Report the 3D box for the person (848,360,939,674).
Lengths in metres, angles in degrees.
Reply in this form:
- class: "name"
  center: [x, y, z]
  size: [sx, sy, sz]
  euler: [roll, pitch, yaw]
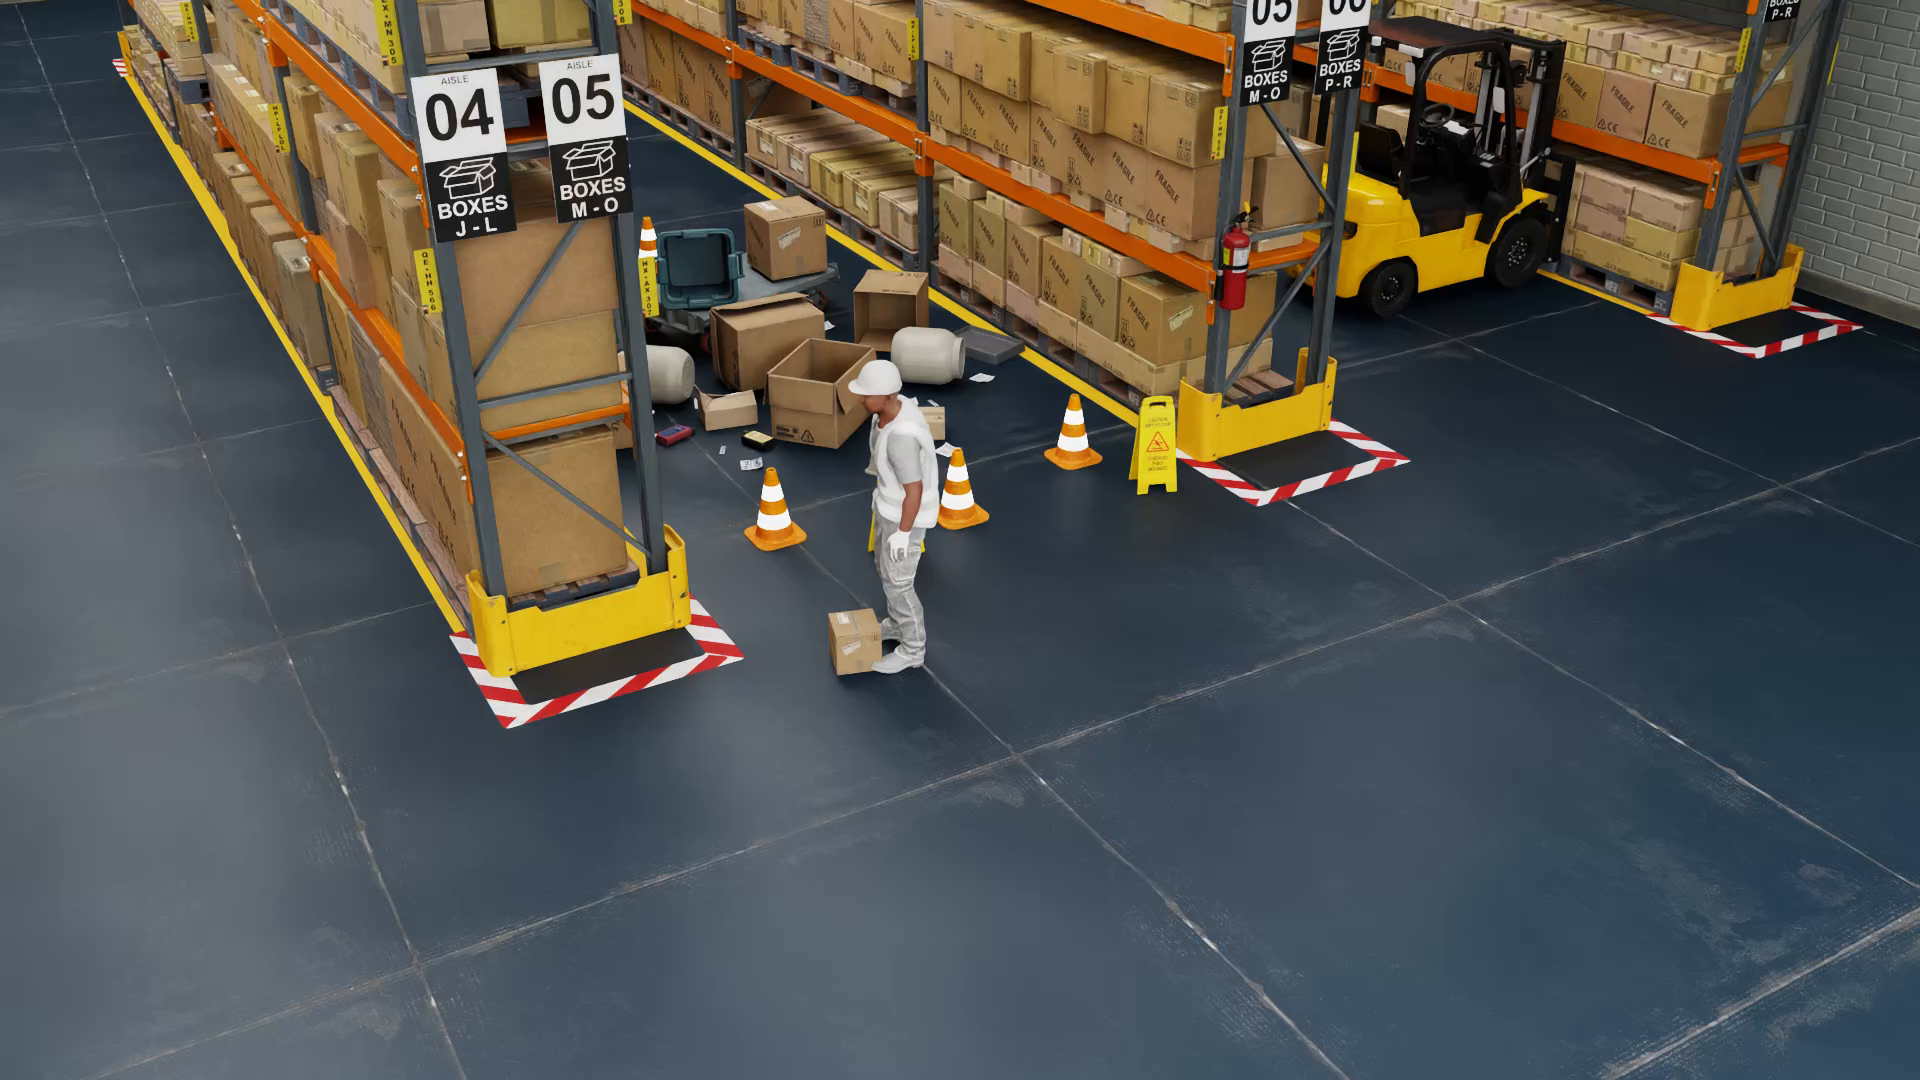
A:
- class: "person"
  center: [-0.349, -0.143, 8.817]
  size: [0.451, 1.773, 0.615]
  euler: [-6, 29, -11]
